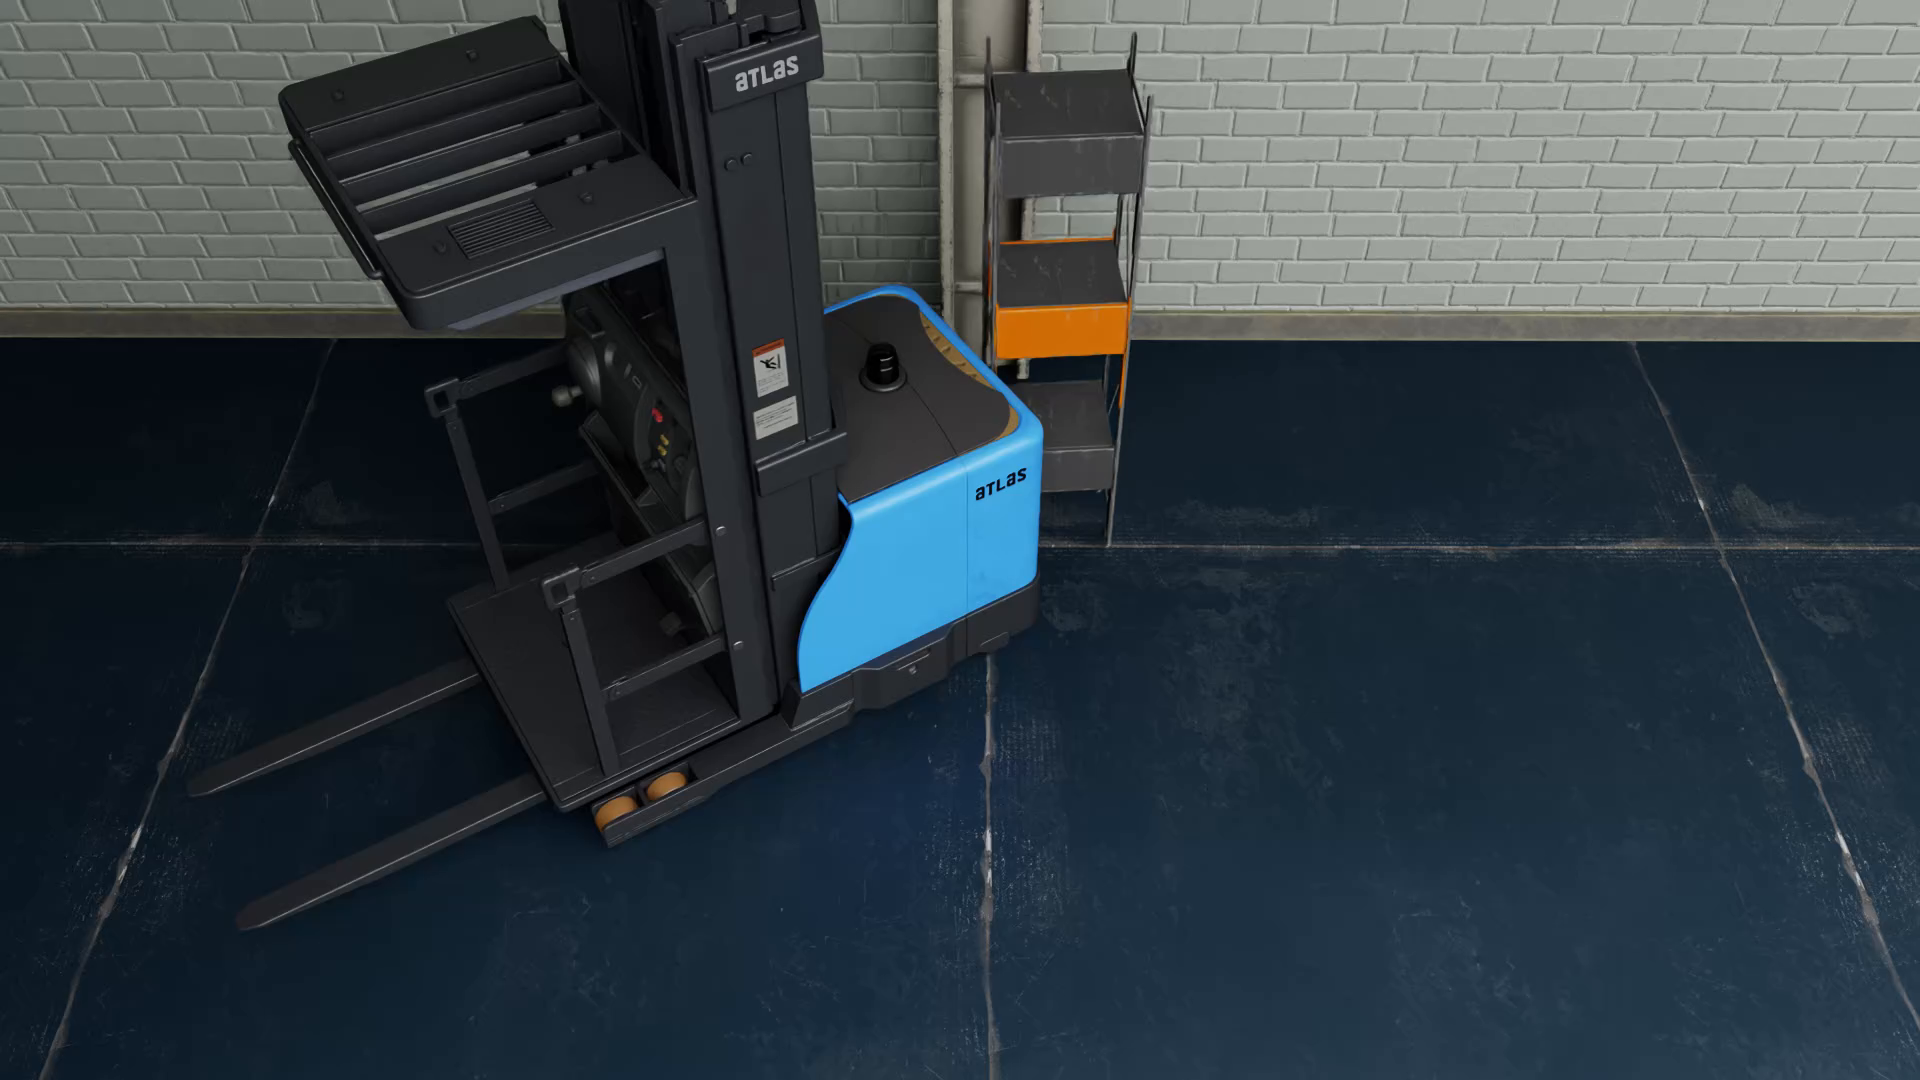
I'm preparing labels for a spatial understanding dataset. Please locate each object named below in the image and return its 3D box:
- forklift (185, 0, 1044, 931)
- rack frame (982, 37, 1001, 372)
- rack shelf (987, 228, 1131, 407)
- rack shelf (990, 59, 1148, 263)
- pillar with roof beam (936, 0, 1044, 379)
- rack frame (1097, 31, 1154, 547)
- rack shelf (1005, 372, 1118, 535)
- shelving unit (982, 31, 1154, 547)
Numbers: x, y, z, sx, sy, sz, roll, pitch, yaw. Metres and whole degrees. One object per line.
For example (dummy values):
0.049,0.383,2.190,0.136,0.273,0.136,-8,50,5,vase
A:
-1.216,-0.384,5.186,3.031,2.935,1.130,-25,52,-21,forklift
0.107,-0.807,6.148,0.015,2.100,0.400,-3,47,-3,rack frame
0.350,-0.811,6.170,0.480,0.518,0.431,-3,47,-3,rack shelf
0.350,-1.288,5.657,0.480,0.518,0.431,-3,47,-3,rack shelf
0.096,-0.757,1.388,0.400,9.000,9.100,0,47,0,pillar with roof beam
0.594,-0.833,6.172,0.015,2.100,0.400,-3,47,-3,rack frame
0.350,-0.334,6.682,0.480,0.518,0.431,-3,47,-3,rack shelf
0.350,-0.820,6.160,0.503,2.100,0.431,-3,47,-3,shelving unit
